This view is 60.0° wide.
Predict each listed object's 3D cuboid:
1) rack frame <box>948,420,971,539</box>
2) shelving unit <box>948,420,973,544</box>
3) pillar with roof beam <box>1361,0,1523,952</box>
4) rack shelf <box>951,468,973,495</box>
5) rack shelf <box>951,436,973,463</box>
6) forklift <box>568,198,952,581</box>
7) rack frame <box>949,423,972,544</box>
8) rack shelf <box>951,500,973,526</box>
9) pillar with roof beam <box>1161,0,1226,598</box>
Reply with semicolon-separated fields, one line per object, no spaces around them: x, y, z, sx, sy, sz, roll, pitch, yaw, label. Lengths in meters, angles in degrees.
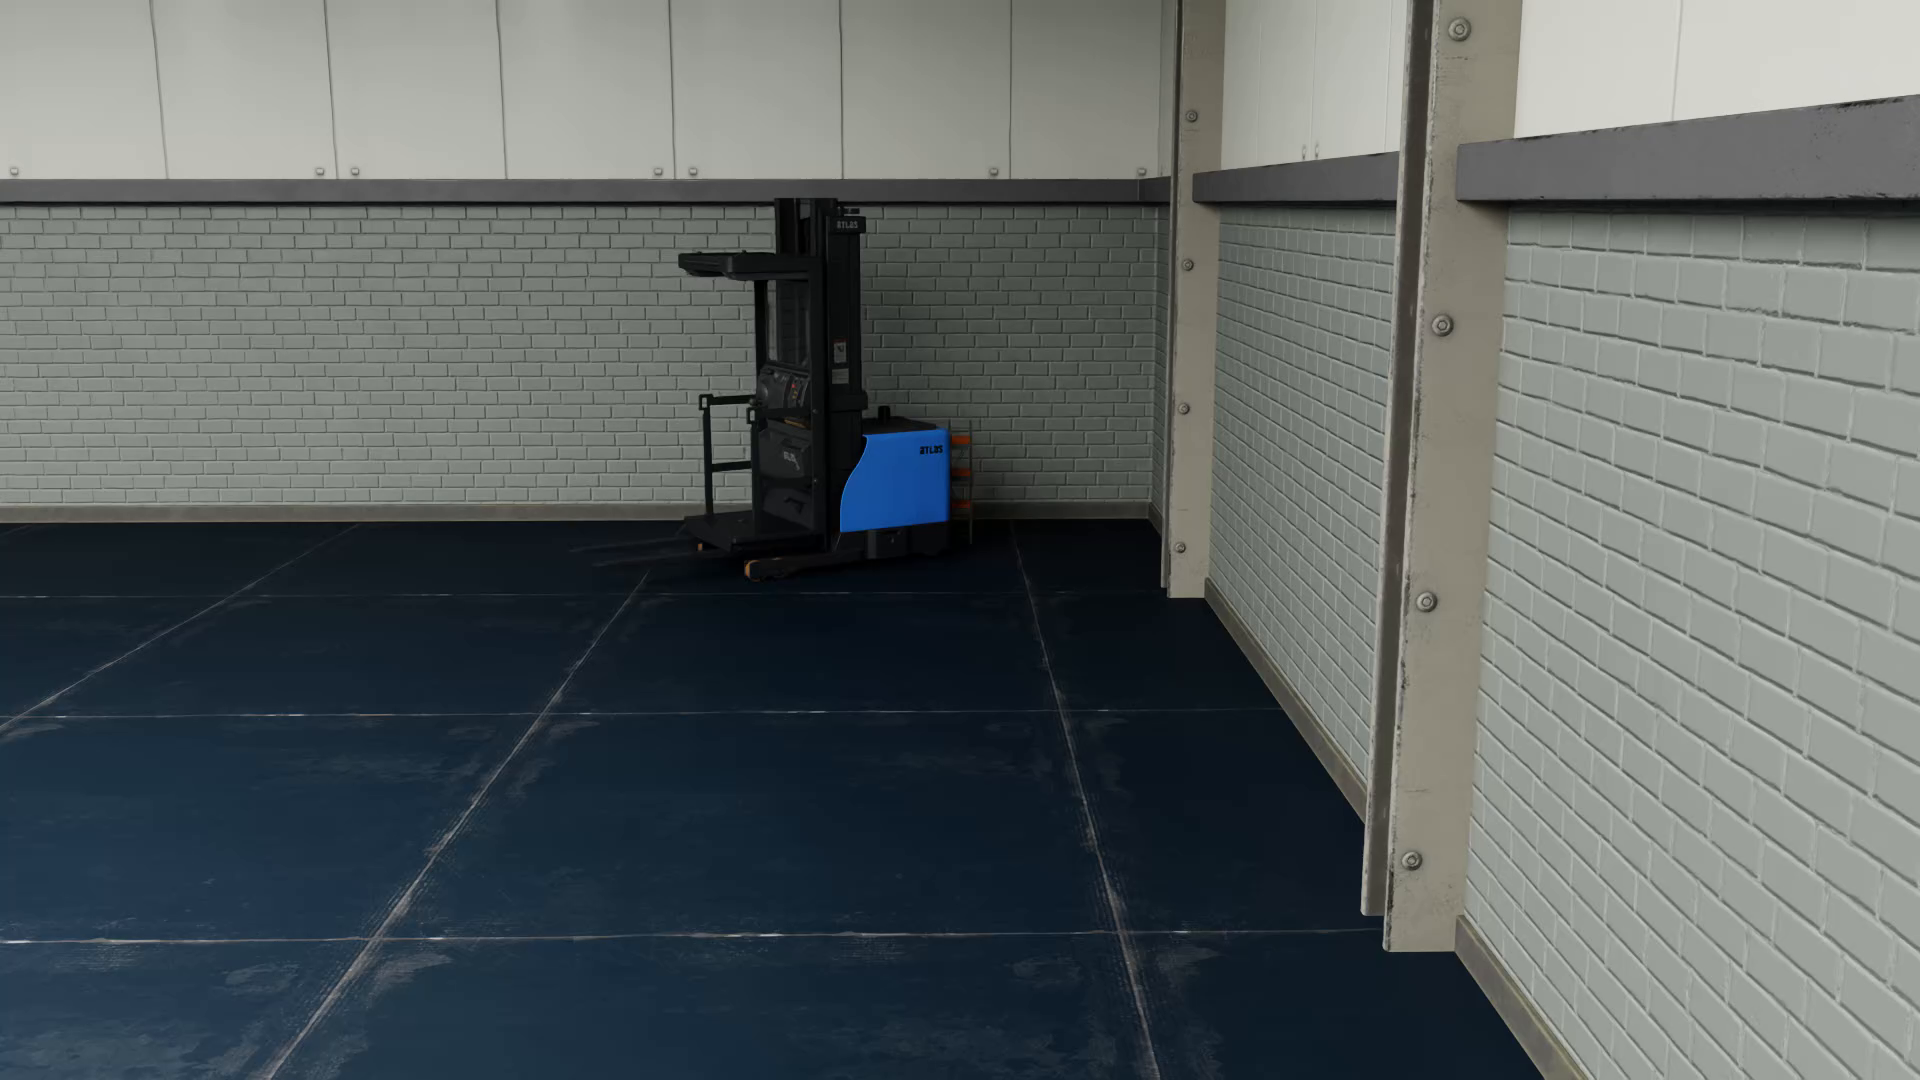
-0.001;-0.528;14.522;0.200;1.050;0.008;0;11;-1;rack frame
0.001;-0.504;14.402;0.215;1.050;0.252;0;11;-1;shelving unit
-2.474;-2.809;5.772;9.100;9.000;0.400;0;11;-1;pillar with roof beam
0.001;-0.494;14.404;0.215;0.259;0.240;0;11;-1;rack shelf
0.001;-0.772;14.348;0.215;0.259;0.240;0;11;-1;rack shelf
-1.599;-1.233;13.267;3.031;2.935;1.130;-7;13;-29;forklift
0.004;-0.480;14.283;0.200;1.050;0.008;0;11;-1;rack frame
0.001;-0.221;14.460;0.215;0.259;0.240;0;11;-1;rack shelf
-2.598;-4.002;11.651;9.100;9.000;0.400;0;11;-1;pillar with roof beam
